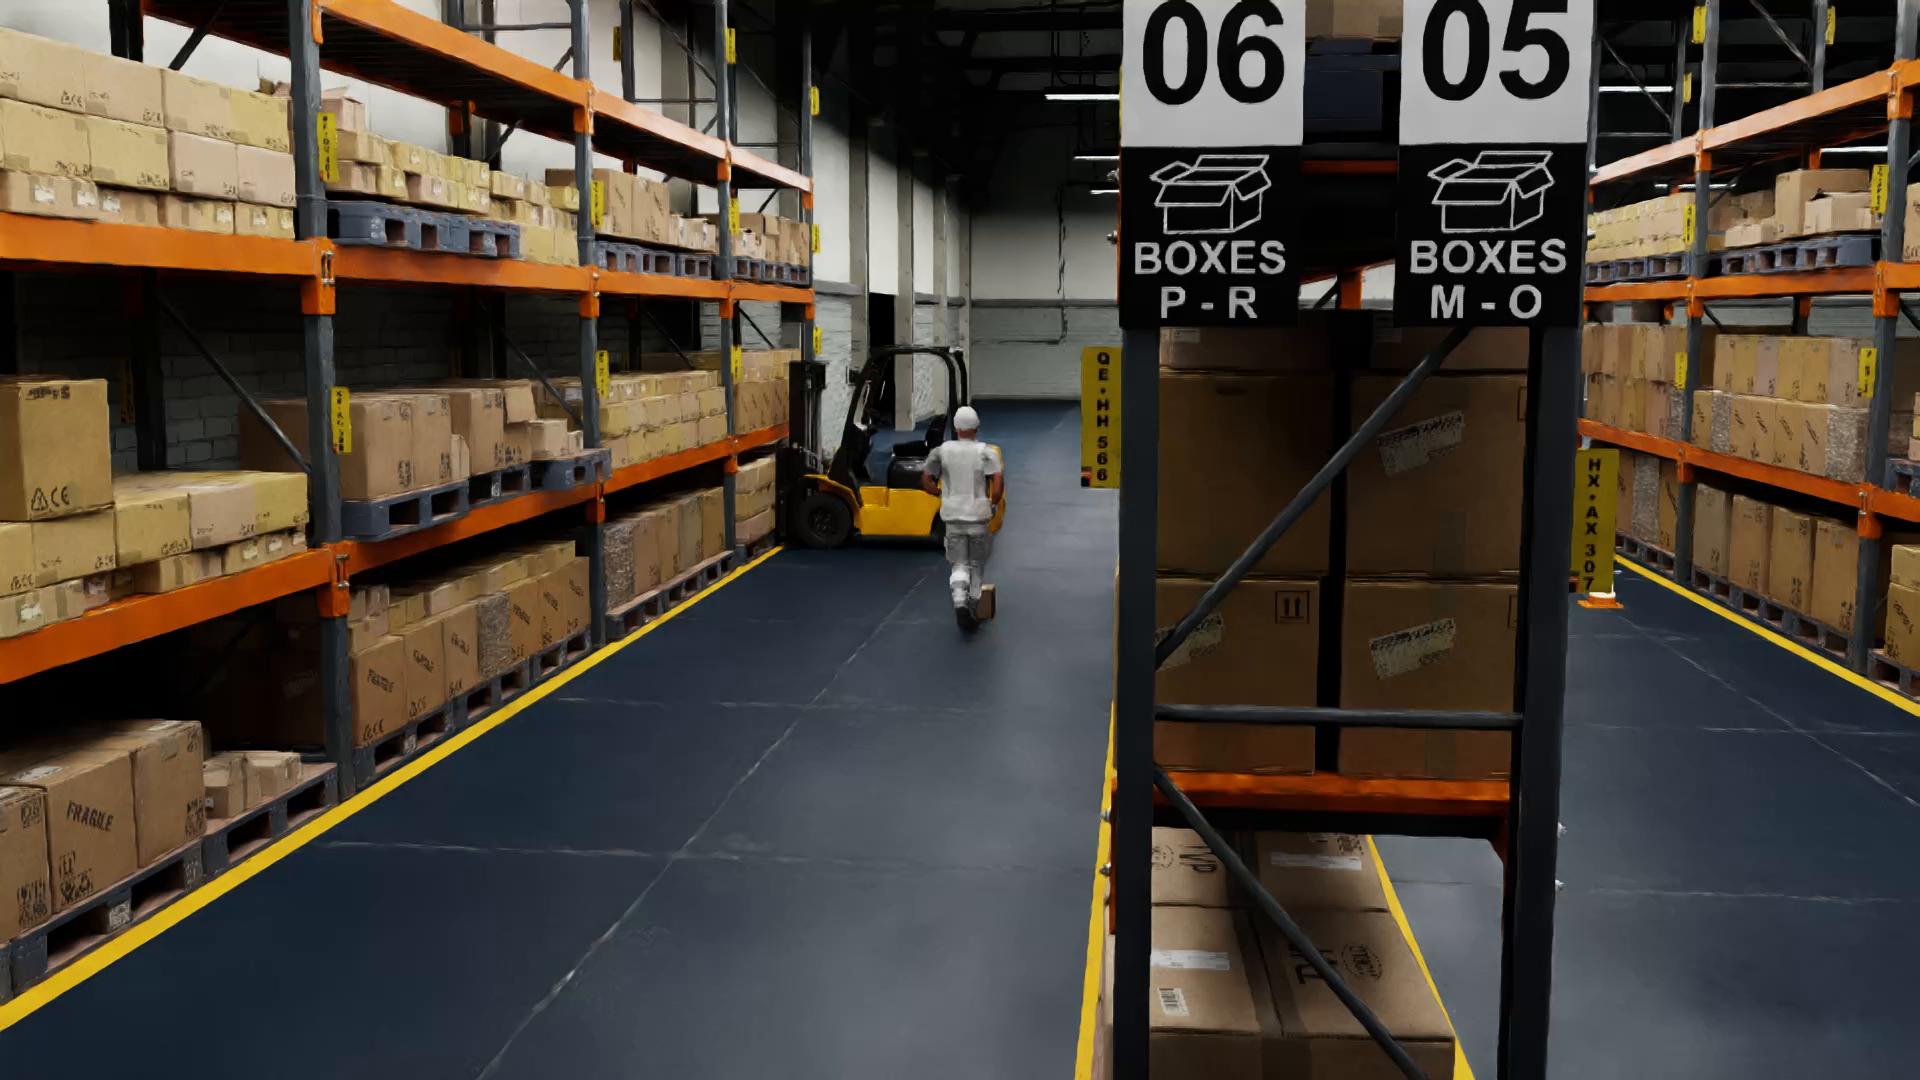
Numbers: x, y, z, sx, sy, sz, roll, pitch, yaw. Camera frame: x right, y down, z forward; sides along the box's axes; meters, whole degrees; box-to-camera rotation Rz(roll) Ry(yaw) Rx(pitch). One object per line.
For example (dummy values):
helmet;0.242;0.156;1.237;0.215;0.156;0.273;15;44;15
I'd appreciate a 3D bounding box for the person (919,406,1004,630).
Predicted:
person;0.028;-0.156;12.894;0.669;1.771;0.772;1;8;8
